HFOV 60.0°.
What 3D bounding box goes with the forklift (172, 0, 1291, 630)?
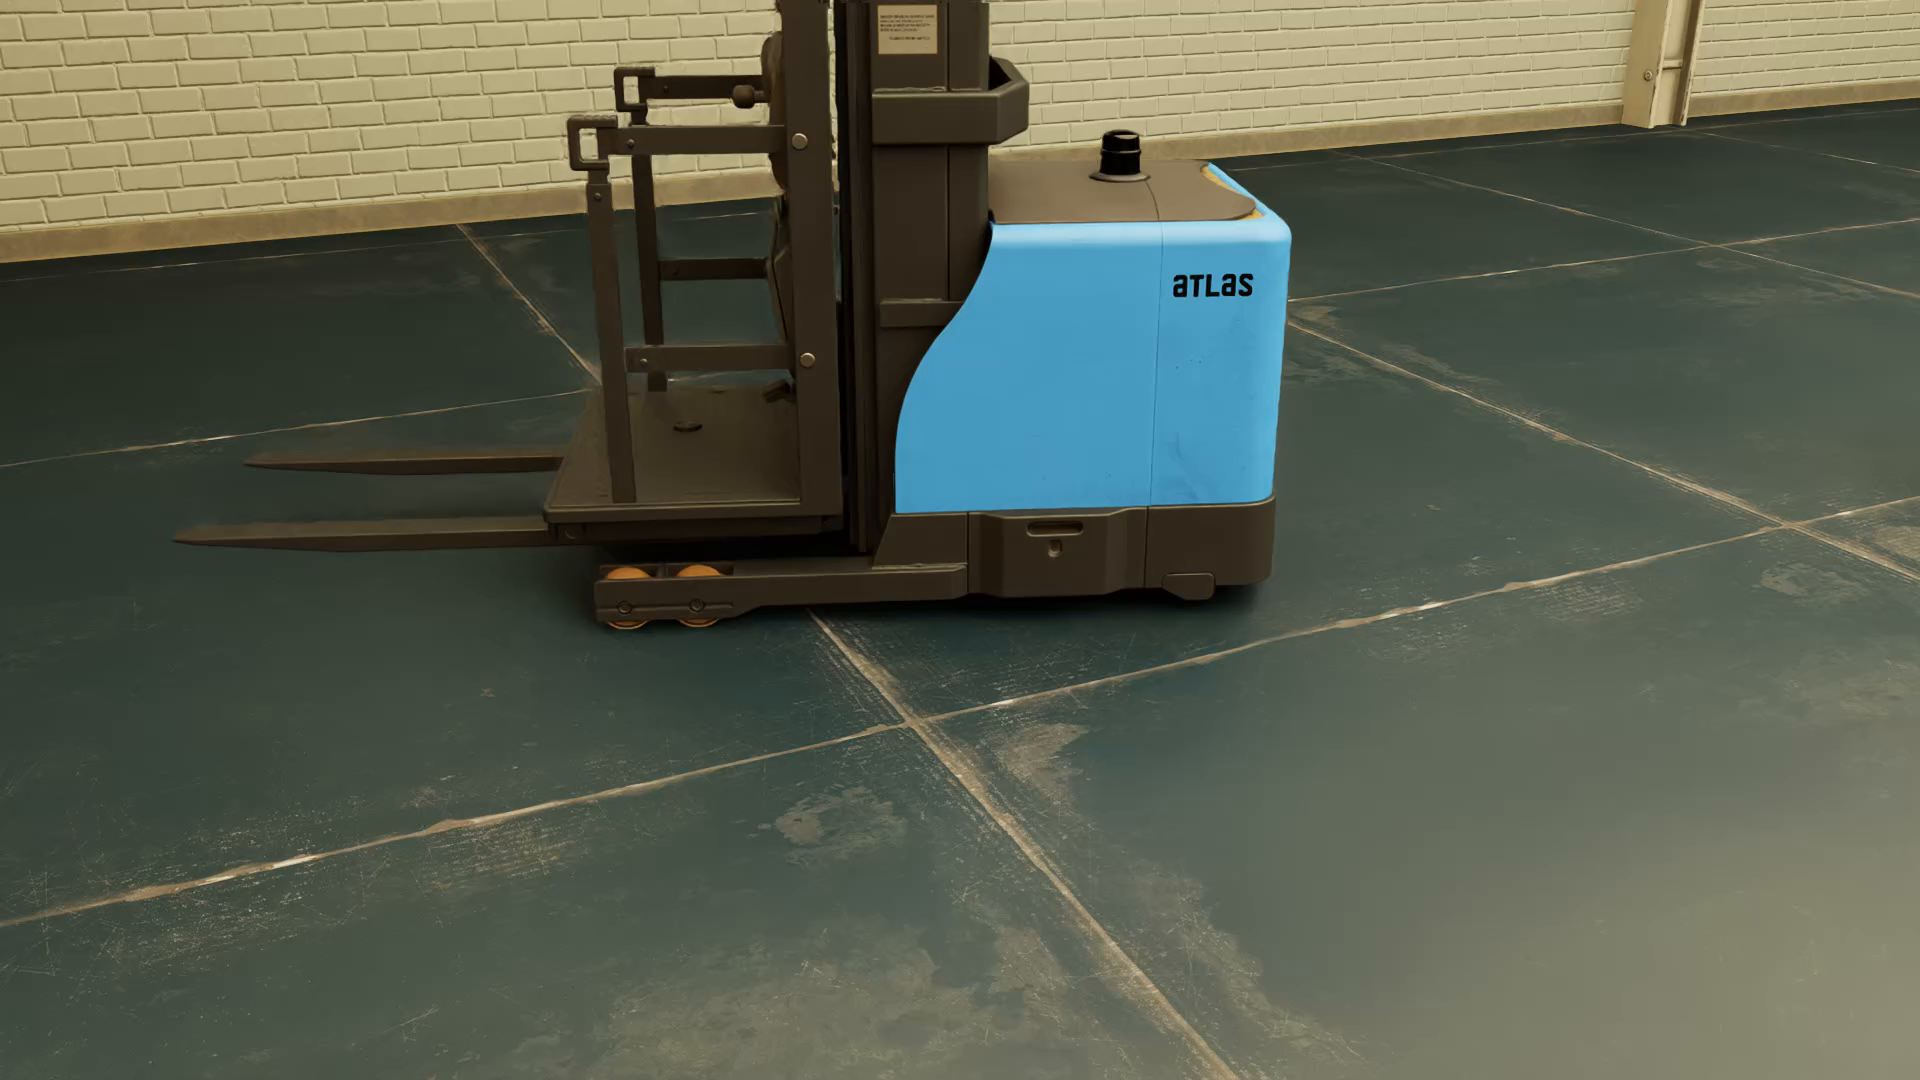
[{"bbox_3d":[-0.665,-1.320,4.464,3.031,2.935,1.130,-2,23,-4],"label":"forklift"}]
